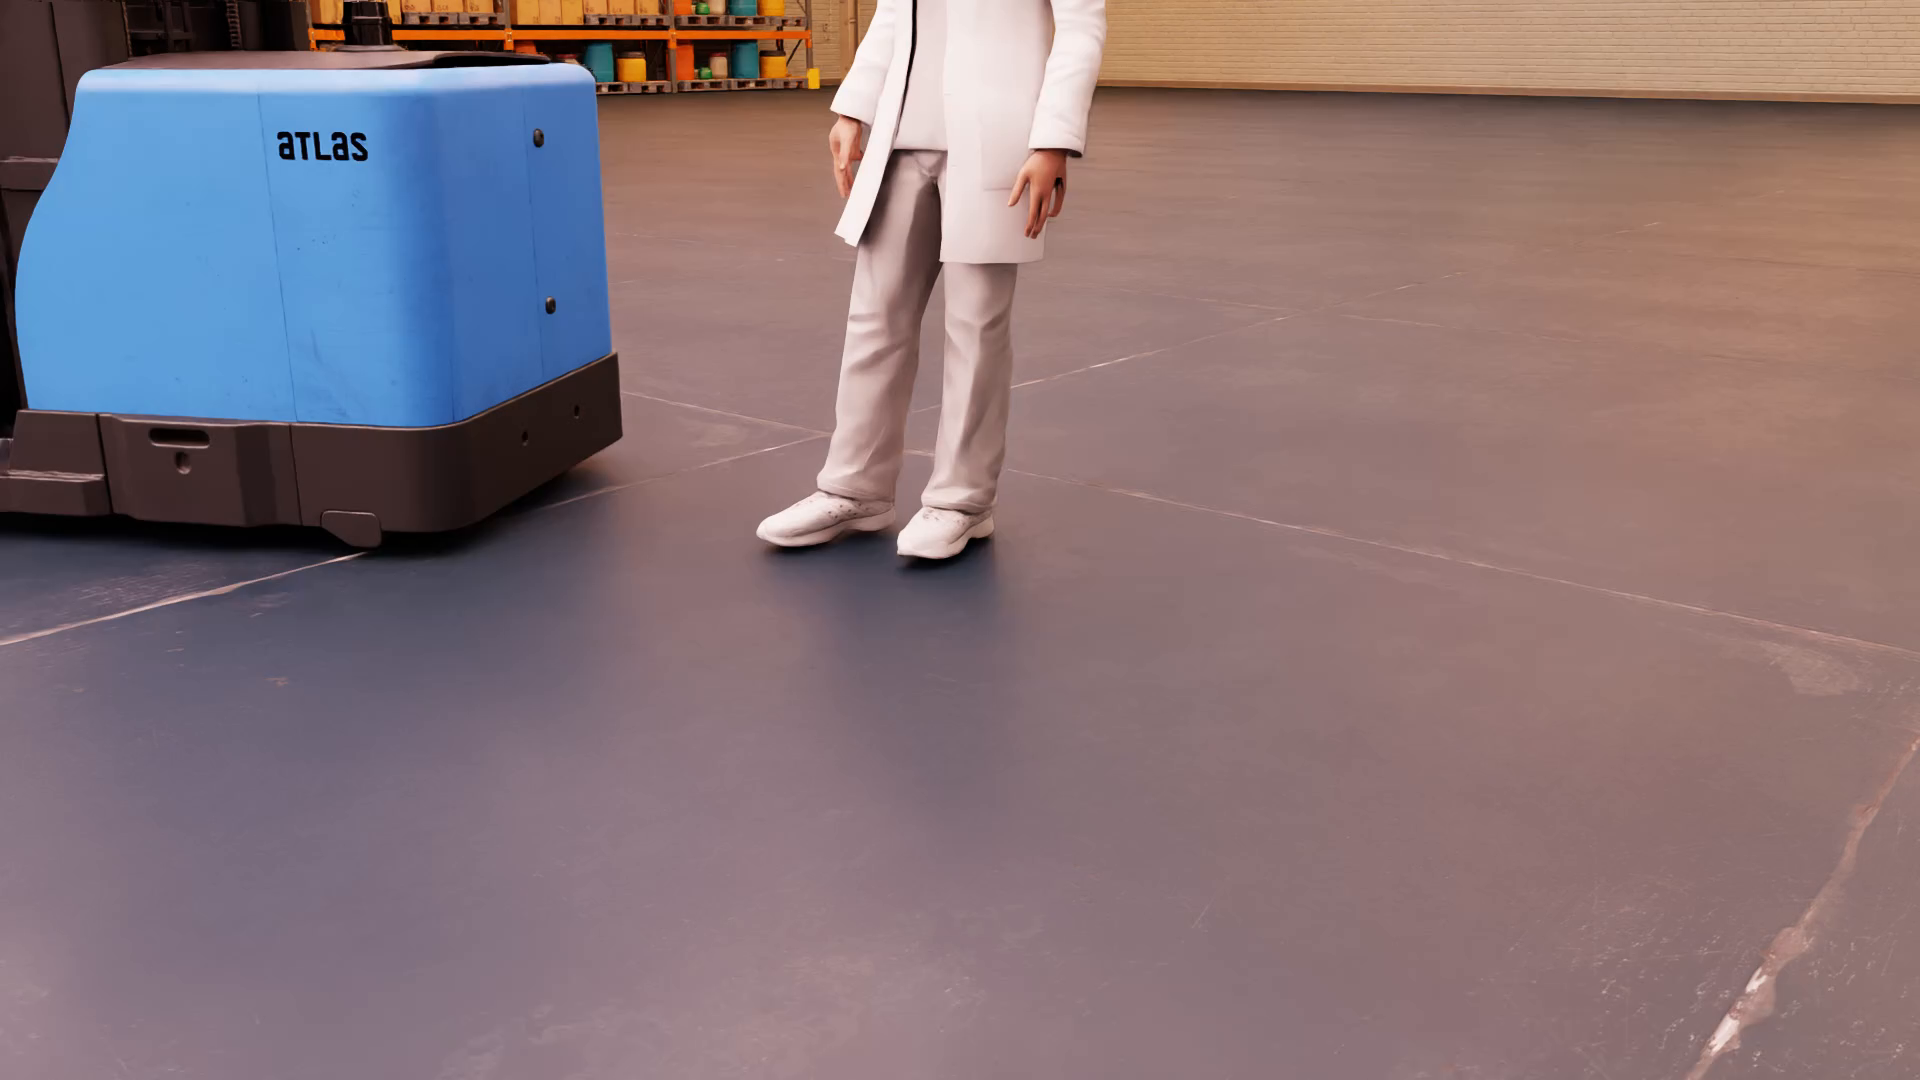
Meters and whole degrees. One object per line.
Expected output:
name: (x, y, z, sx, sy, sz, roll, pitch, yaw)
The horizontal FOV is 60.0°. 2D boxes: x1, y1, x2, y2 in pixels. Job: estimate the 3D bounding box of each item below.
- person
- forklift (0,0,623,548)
person: (-0.061, -0.838, 3.618, 0.694, 1.775, 0.581, 13, 21, 37)
forklift: (-2.511, -1.581, 4.103, 3.031, 2.935, 1.130, 3, 17, 11)
